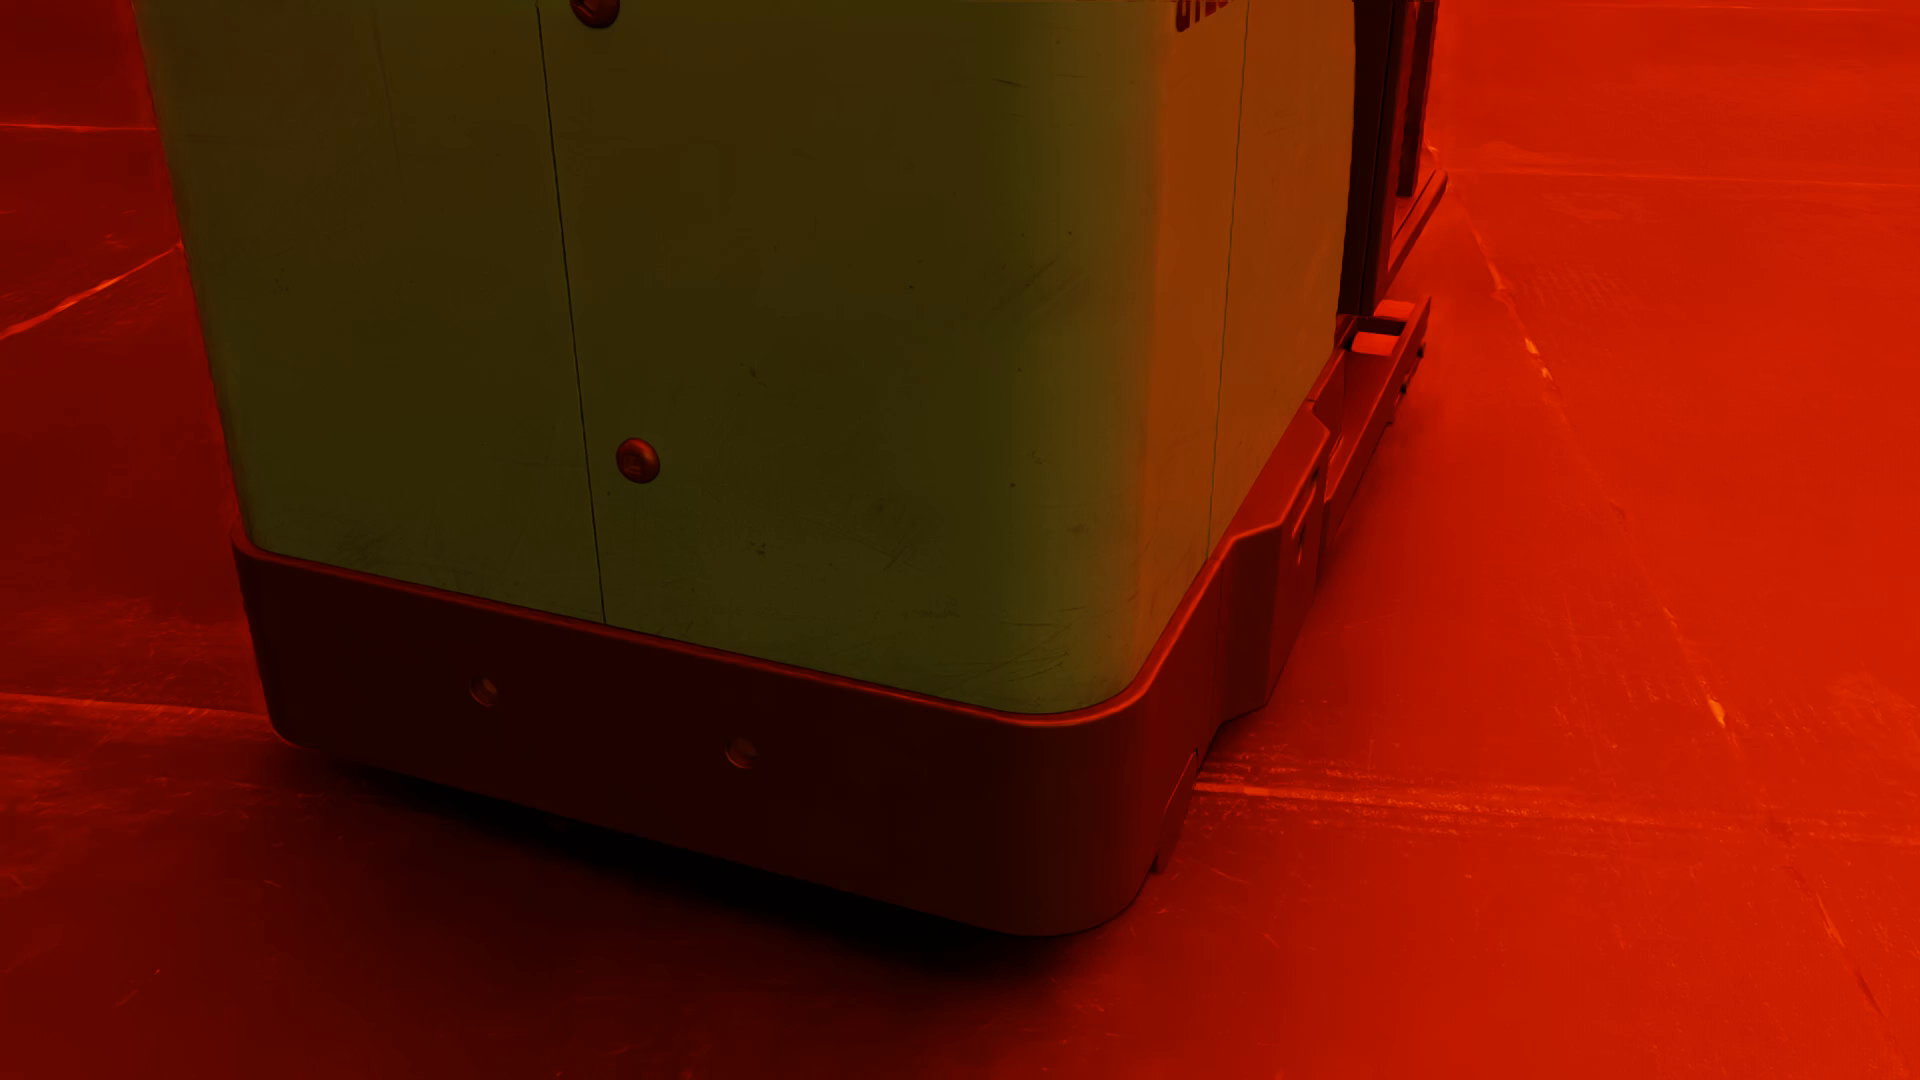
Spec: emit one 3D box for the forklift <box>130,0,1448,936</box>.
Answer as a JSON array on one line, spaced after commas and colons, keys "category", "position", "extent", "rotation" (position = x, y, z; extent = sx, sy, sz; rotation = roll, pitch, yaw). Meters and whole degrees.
[{"category": "forklift", "position": [0.219, -1.569, 2.362], "extent": [1.130, 2.935, 3.031], "rotation": [10, 28, 20]}]
